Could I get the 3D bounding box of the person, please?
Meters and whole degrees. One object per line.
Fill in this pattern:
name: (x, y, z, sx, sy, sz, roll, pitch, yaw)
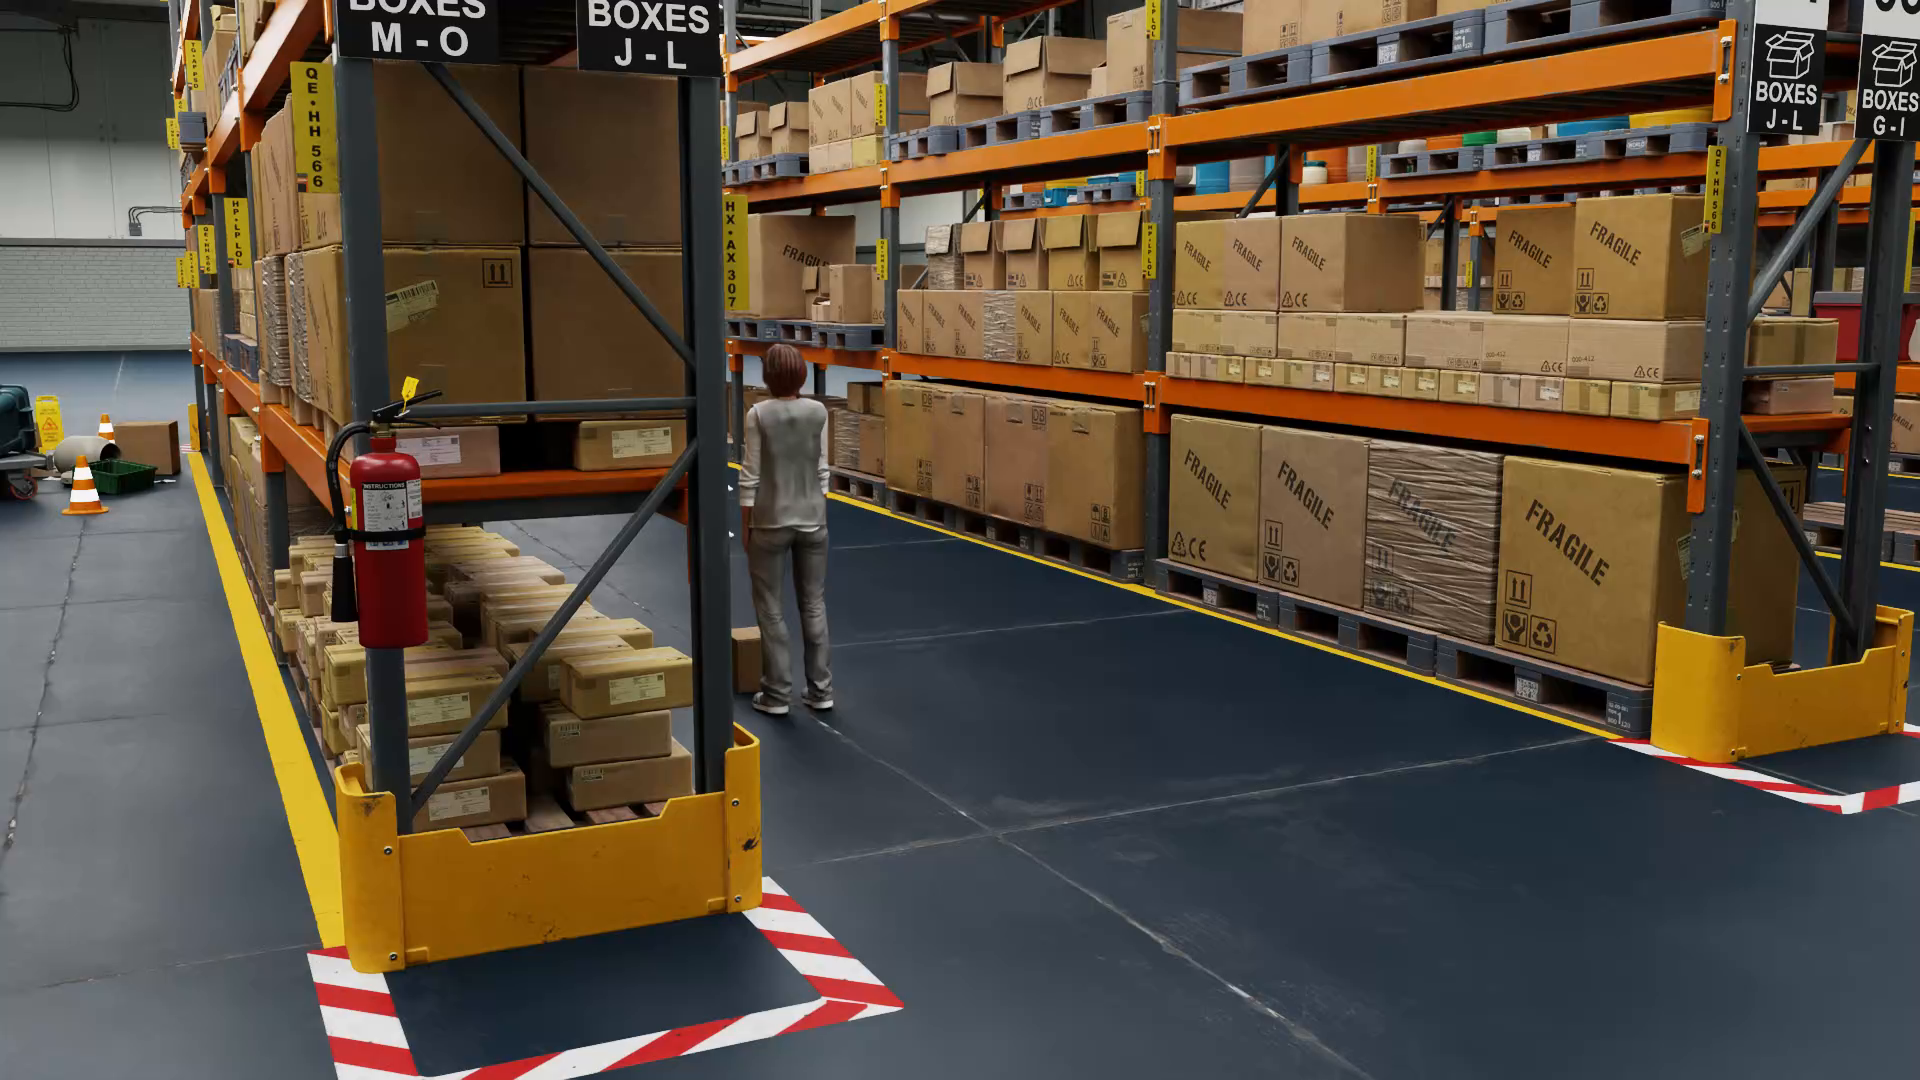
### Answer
person: (-0.758, -0.042, 7.183, 0.406, 1.593, 0.306, -4, 10, -25)
